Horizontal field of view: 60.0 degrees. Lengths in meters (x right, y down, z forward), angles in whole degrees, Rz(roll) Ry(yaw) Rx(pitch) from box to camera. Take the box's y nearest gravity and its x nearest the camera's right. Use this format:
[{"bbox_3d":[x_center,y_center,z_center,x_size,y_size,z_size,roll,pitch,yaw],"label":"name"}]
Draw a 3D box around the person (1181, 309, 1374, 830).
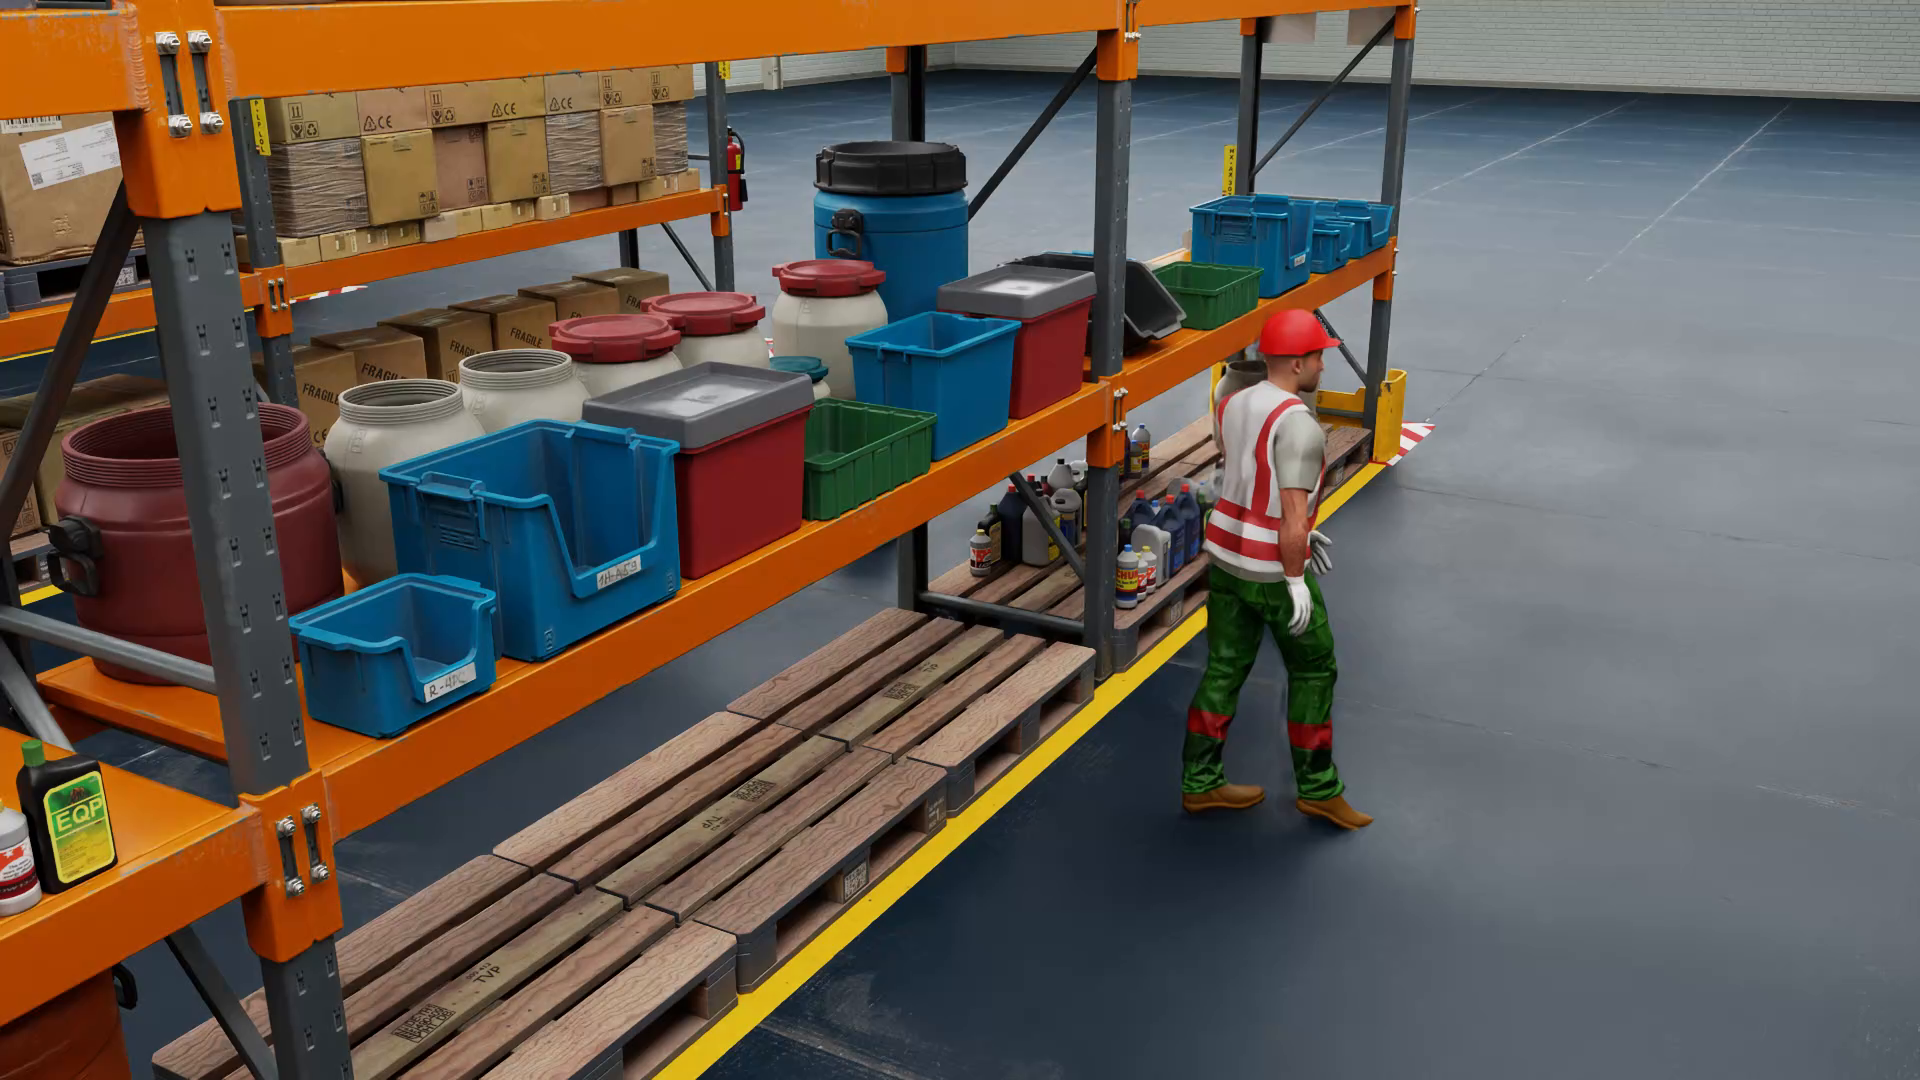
[{"bbox_3d":[1.075,0.123,5.738,0.621,1.816,0.637,-8,21,-22],"label":"person"}]
